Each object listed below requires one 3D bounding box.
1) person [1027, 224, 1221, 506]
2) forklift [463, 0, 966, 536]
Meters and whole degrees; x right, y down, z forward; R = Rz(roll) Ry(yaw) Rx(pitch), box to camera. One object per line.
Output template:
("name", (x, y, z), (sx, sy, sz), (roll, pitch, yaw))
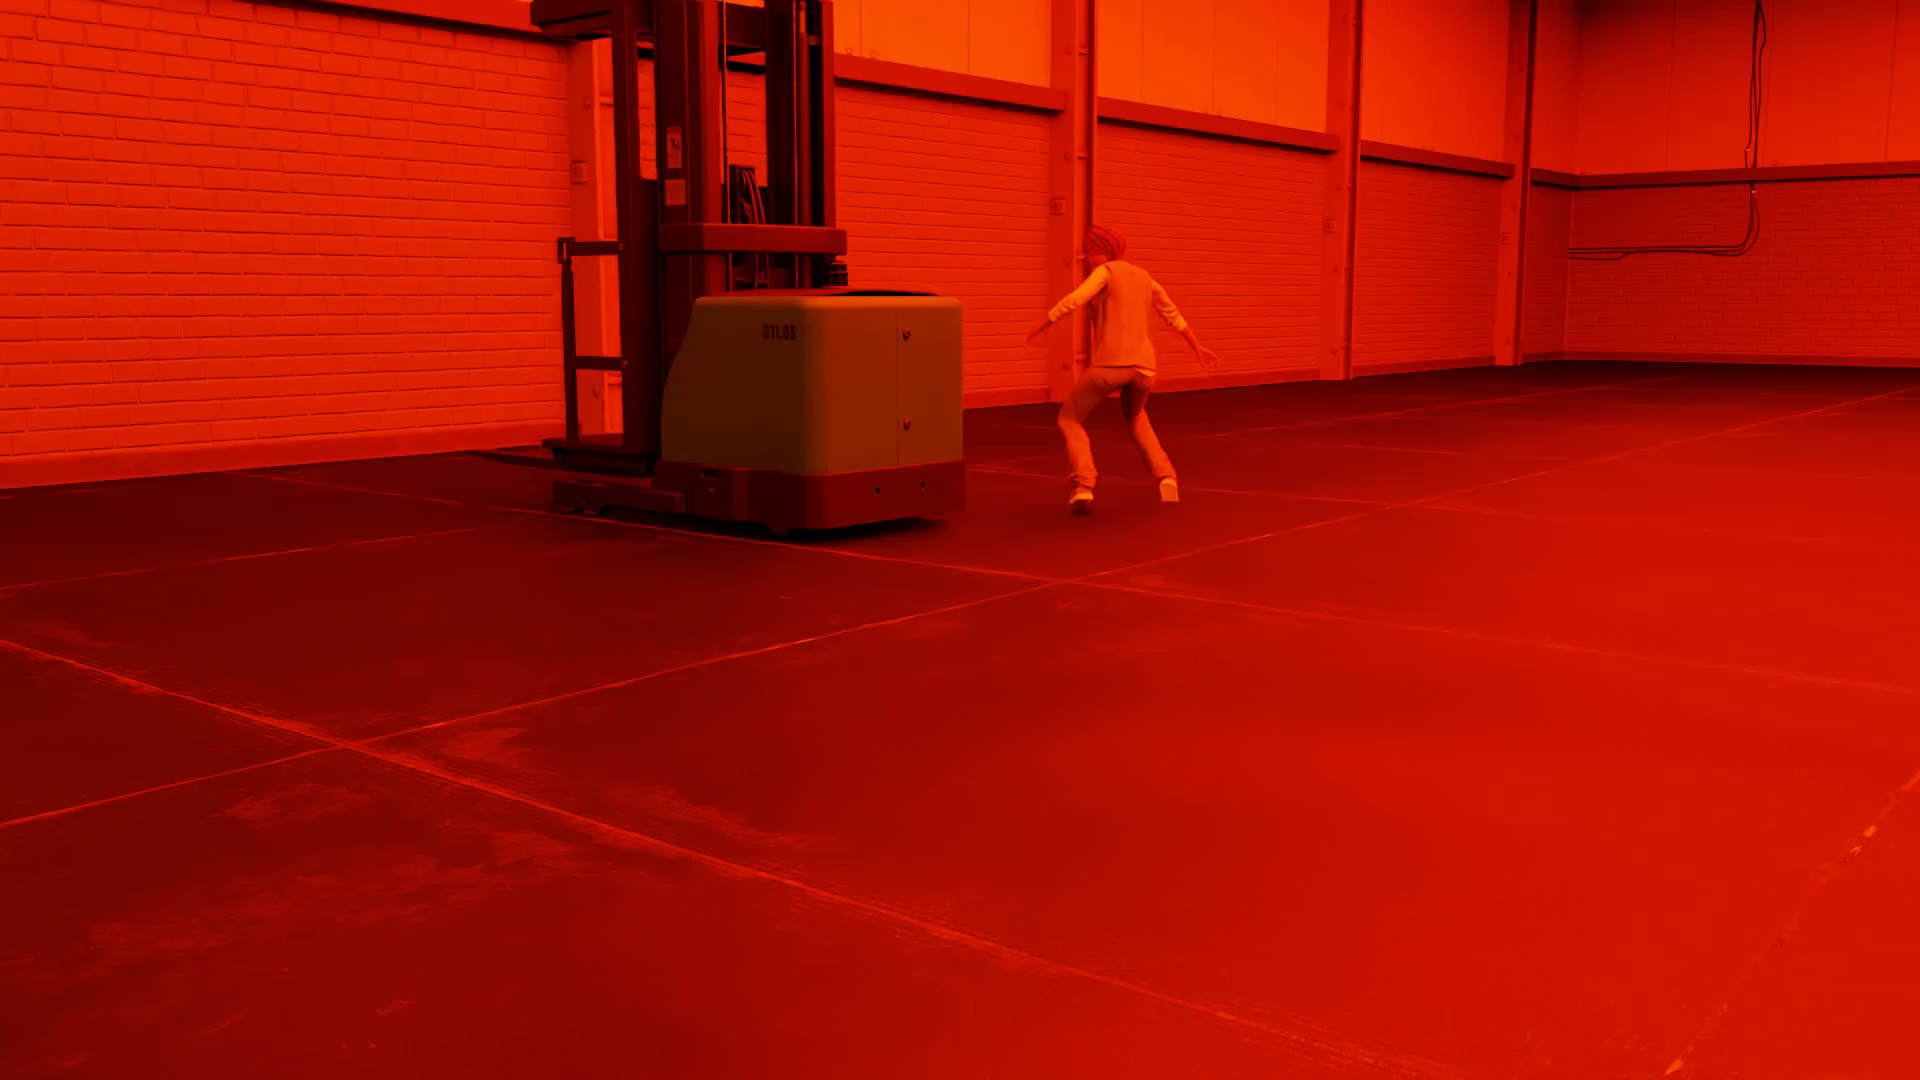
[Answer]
("person", (0.836, -0.852, 8.559), (0.907, 1.526, 0.514), (-5, 10, -32))
("forklift", (-1.412, -1.620, 8.352), (3.031, 2.935, 1.130), (7, 11, 41))
